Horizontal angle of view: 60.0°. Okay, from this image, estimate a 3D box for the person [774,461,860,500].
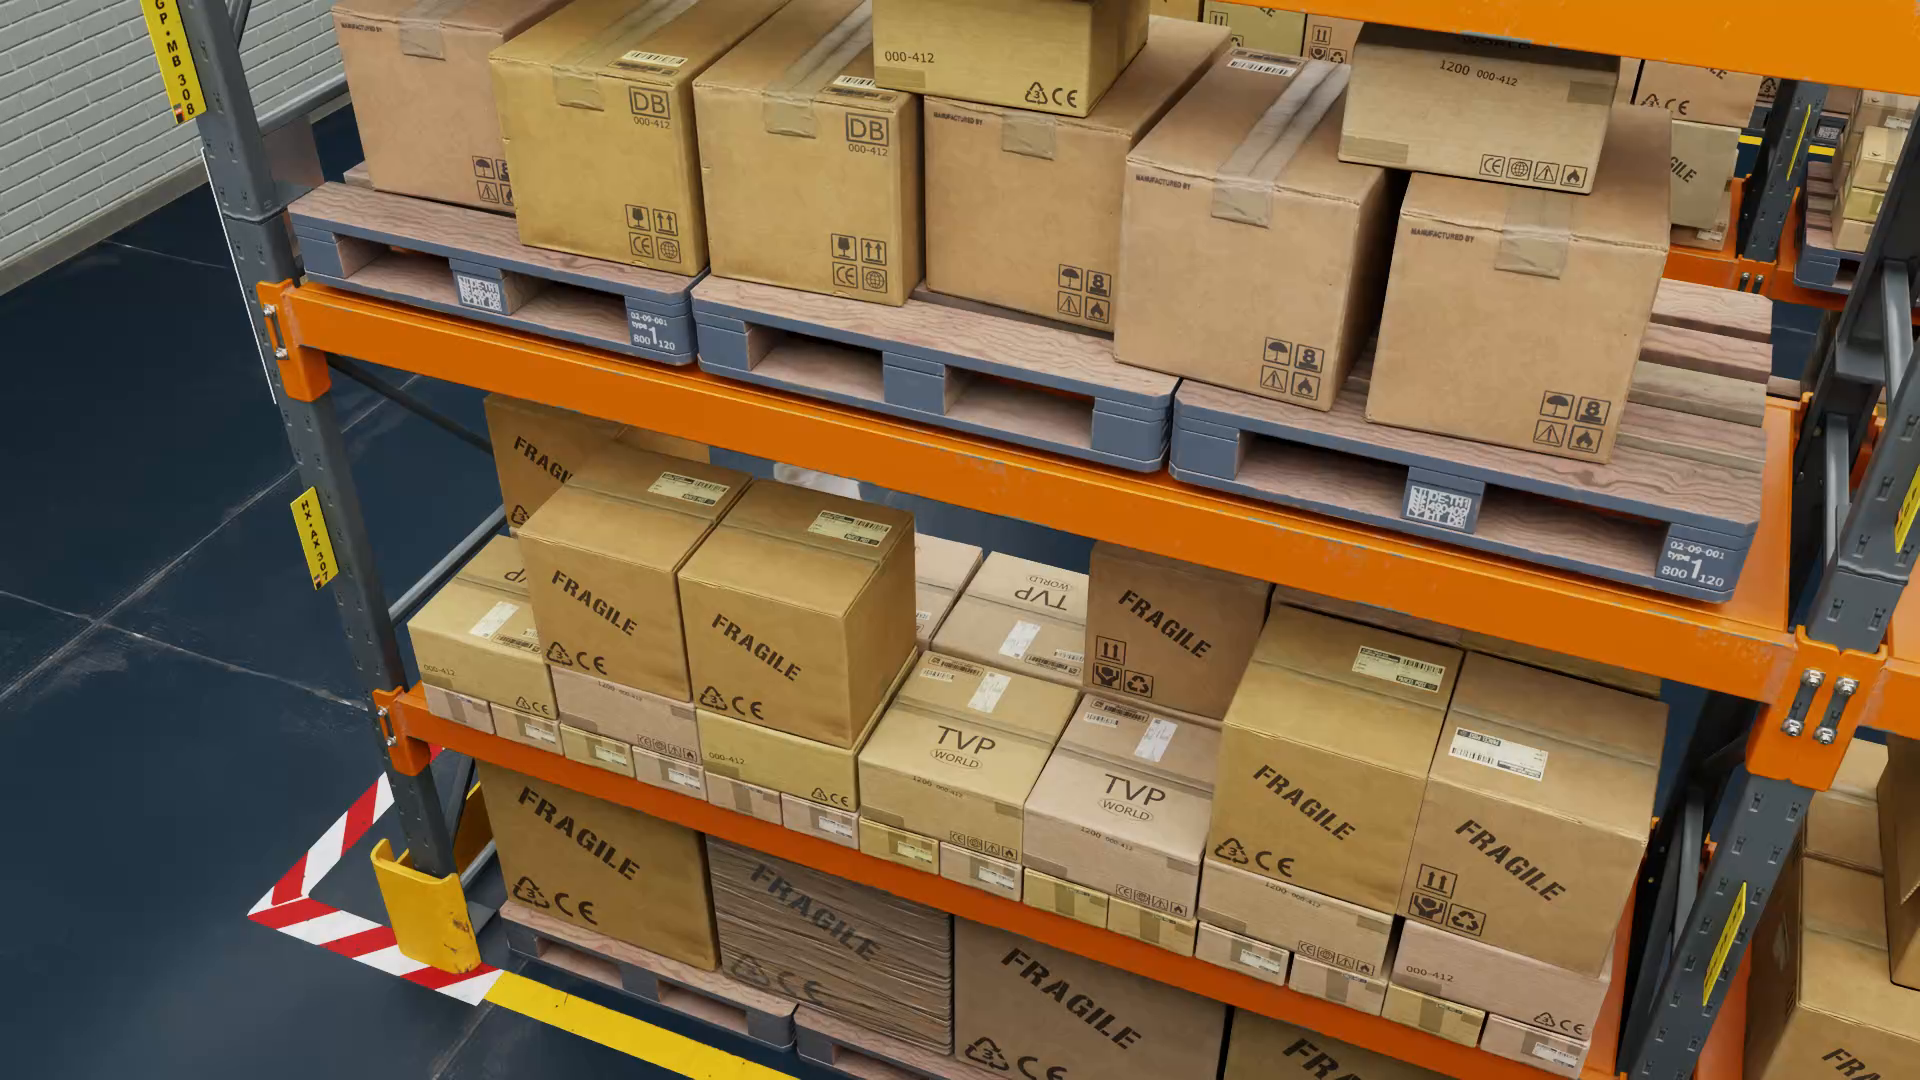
[{"bbox_3d":[-0.608,-0.117,7.024,0.438,1.818,0.566,14,39,18],"label":"person"}]
